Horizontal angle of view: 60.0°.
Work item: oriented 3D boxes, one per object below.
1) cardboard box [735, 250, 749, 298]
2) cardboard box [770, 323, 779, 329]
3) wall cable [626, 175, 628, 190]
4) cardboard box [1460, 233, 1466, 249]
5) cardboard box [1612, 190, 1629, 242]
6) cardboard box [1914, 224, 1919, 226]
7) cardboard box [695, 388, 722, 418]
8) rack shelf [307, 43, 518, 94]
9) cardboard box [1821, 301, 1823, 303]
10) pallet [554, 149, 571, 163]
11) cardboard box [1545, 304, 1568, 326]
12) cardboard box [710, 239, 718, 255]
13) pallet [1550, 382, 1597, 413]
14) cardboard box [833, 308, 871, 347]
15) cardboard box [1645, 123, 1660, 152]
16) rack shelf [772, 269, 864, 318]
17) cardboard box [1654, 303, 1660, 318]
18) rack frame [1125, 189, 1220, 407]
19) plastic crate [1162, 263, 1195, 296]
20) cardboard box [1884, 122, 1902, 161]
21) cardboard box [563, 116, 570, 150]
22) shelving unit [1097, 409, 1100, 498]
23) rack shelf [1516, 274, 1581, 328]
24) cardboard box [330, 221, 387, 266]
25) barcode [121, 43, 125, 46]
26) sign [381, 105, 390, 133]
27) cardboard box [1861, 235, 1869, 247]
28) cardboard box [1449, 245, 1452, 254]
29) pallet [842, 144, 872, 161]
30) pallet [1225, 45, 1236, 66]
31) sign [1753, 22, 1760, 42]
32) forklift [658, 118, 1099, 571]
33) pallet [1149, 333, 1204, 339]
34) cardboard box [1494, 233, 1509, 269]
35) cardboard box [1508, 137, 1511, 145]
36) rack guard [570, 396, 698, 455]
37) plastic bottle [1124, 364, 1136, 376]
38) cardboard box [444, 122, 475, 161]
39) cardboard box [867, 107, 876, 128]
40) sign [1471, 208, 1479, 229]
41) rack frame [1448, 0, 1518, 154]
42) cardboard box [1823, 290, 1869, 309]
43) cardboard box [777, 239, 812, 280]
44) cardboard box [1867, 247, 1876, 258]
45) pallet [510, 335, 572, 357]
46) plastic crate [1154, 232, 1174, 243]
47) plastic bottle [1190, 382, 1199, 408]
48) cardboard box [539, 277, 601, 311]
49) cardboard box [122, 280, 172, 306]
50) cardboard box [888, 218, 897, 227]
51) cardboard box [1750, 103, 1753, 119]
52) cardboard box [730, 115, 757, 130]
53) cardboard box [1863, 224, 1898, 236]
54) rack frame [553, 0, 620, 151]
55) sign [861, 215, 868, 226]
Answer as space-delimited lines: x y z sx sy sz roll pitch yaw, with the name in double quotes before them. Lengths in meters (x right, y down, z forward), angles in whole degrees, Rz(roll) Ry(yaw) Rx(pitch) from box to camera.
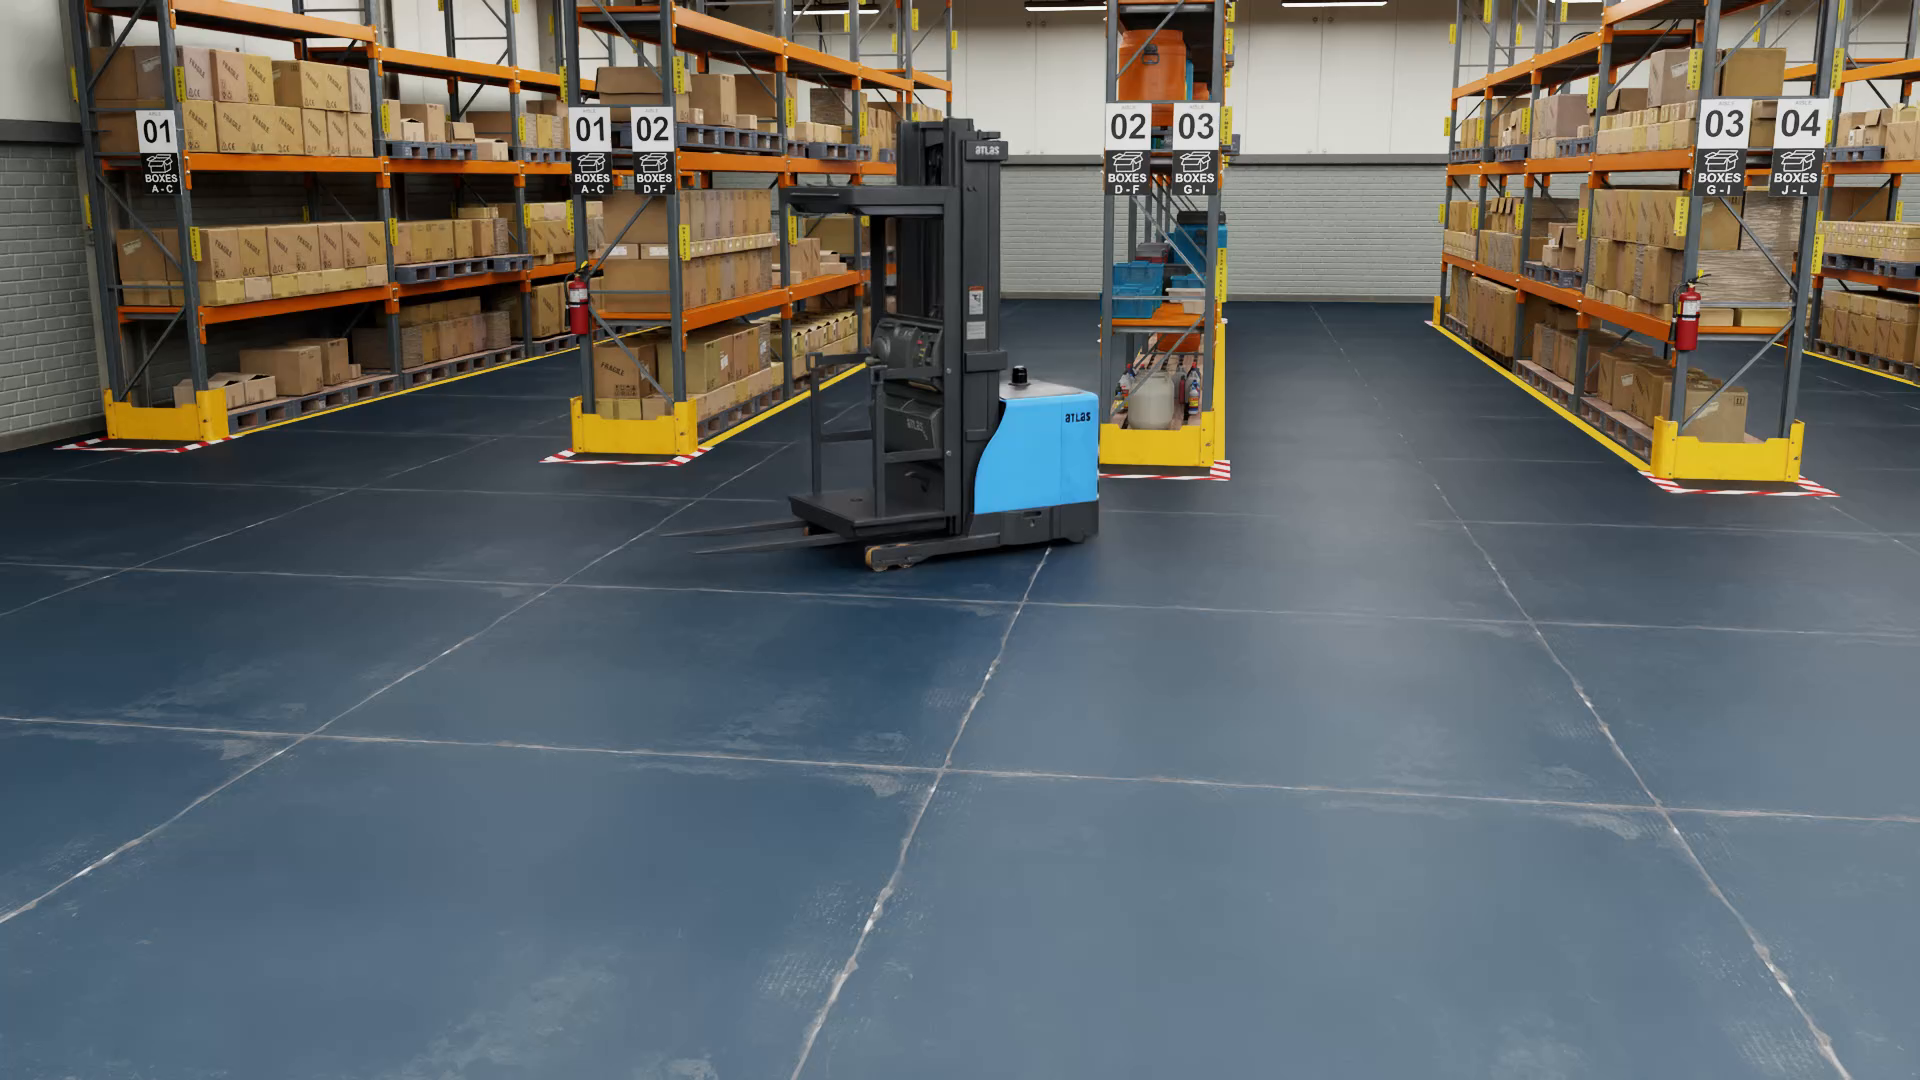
"cardboard box" -2.715 -2.903 18.104 0.700 0.500 0.500 2 12 9
"cardboard box" -2.565 -2.602 21.145 0.500 0.311 0.500 2 12 8
"wall cable" -6.285 -6.612 33.143 0.084 1.984 1.851 2 12 9
"cardboard box" 8.485 -4.891 27.217 0.500 0.250 0.500 2 12 10
"cardboard box" 6.817 -3.228 16.536 0.500 0.500 0.500 2 12 9
"cardboard box" 13.254 -4.227 22.673 0.380 0.149 0.250 2 12 10
"cardboard box" -2.737 -1.398 16.889 0.500 0.250 0.500 2 12 9
"rack shelf" -7.085 -6.122 21.698 1.077 0.370 4.000 2 12 9
"cardboard box" 13.893 -3.705 26.423 0.380 0.149 0.250 2 12 10
"pallet" -6.562 -5.896 25.558 1.003 0.211 1.213 2 12 11
"cardboard box" 7.833 -2.891 21.396 0.500 0.250 0.500 2 12 11
"cardboard box" -2.682 -2.984 16.940 0.380 0.149 0.250 1 12 7
"pallet" 7.409 -1.638 19.092 1.003 0.211 1.213 2 12 9
"cardboard box" -1.530 -3.072 24.016 0.500 0.500 0.500 2 12 11
"cardboard box" 6.660 -3.718 15.362 0.500 0.250 0.500 2 12 10
"rack shelf" -2.190 -3.225 21.546 1.077 0.370 4.000 2 12 9
"cardboard box" 6.596 -2.107 15.245 0.380 0.149 0.250 2 12 9
"rack frame" 2.397 -2.999 18.791 1.000 3.000 0.127 2 12 9
"plastic crate" 2.190 -2.864 18.311 0.767 0.338 0.504 2 12 9
"cardboard box" 12.773 -5.341 22.297 0.500 0.500 0.500 2 12 9
"cardboard box" -6.428 -6.418 26.254 0.700 0.500 0.500 2 12 8
"shelving unit" 0.876 -0.525 12.292 0.210 0.900 0.258 -7 14 -29
"rack shelf" 7.598 -2.903 20.054 1.077 0.370 4.000 2 12 9
"cardboard box" -7.160 -3.515 19.712 0.500 0.500 0.500 2 12 9
"barcode" -8.393 -4.949 16.682 0.001 0.075 0.075 2 12 9
"sign" -6.855 -5.023 19.835 0.100 0.325 0.005 2 12 9
"cardboard box" 12.614 -4.104 22.809 0.380 0.149 0.250 2 12 10
"cardboard box" 8.640 -4.990 28.623 0.380 0.149 0.250 2 12 8
"pallet" -1.898 -5.223 22.437 1.213 0.211 1.003 2 12 11
"pallet" 3.153 -6.626 22.776 1.213 0.211 1.003 2 12 9
"sign" 13.486 -8.601 28.137 0.100 0.325 0.005 2 12 9
"forklift" -0.543 -1.351 11.307 3.031 2.935 1.130 -7 14 -29
"pallet" 3.467 -3.142 26.073 1.003 0.211 1.213 2 12 9
"cardboard box" 7.975 -4.149 23.887 0.500 0.500 0.500 2 12 10
"cardboard box" 8.144 -5.748 24.024 0.380 0.149 0.250 1 12 6
"rack guard" -3.116 -1.101 15.915 1.175 0.500 0.348 2 12 9
"plastic bottle" 1.863 -1.765 18.306 0.144 0.351 0.185 2 12 10
"cardboard box" -7.068 -5.413 22.576 0.797 0.503 0.637 4 13 17
"cardboard box" -1.619 -6.215 25.121 0.600 0.600 0.600 1 12 6
"sign" 7.972 -4.984 25.756 0.100 0.325 0.005 2 12 9
"rack frame" 9.136 -8.269 29.005 1.000 3.000 0.127 2 12 9
"cardboard box" 13.032 -3.527 24.396 0.500 0.250 0.500 1 12 6
"cardboard box" -2.205 -3.583 21.260 0.500 0.500 0.500 2 12 9
"cardboard box" 12.574 -3.903 22.583 0.380 0.149 0.250 1 12 6
"pallet" -6.582 -2.951 25.188 1.003 0.211 1.213 2 12 9
"plastic crate" 3.362 -4.794 27.016 0.392 0.384 0.575 2 12 9
"plastic bottle" 2.436 -1.507 17.300 0.097 0.271 0.097 0 12 0
"cardboard box" -6.267 -3.815 26.683 0.750 0.750 0.750 2 12 10
"cardboard box" -8.127 -2.528 16.911 0.500 0.250 0.500 2 12 9
"cardboard box" -0.916 -5.453 27.563 0.500 0.500 0.500 2 12 10
"cardboard box" 6.999 -3.751 14.570 0.380 0.149 0.250 2 12 8
"cardboard box" -2.413 -4.518 17.984 0.380 0.149 0.250 2 12 9
"cardboard box" 12.615 -4.249 22.777 0.380 0.149 0.250 2 12 11
"rack frame" -6.162 -7.918 27.375 1.000 3.000 0.127 2 12 9
"sign" -1.333 -4.542 23.200 0.100 0.325 0.005 2 12 9
